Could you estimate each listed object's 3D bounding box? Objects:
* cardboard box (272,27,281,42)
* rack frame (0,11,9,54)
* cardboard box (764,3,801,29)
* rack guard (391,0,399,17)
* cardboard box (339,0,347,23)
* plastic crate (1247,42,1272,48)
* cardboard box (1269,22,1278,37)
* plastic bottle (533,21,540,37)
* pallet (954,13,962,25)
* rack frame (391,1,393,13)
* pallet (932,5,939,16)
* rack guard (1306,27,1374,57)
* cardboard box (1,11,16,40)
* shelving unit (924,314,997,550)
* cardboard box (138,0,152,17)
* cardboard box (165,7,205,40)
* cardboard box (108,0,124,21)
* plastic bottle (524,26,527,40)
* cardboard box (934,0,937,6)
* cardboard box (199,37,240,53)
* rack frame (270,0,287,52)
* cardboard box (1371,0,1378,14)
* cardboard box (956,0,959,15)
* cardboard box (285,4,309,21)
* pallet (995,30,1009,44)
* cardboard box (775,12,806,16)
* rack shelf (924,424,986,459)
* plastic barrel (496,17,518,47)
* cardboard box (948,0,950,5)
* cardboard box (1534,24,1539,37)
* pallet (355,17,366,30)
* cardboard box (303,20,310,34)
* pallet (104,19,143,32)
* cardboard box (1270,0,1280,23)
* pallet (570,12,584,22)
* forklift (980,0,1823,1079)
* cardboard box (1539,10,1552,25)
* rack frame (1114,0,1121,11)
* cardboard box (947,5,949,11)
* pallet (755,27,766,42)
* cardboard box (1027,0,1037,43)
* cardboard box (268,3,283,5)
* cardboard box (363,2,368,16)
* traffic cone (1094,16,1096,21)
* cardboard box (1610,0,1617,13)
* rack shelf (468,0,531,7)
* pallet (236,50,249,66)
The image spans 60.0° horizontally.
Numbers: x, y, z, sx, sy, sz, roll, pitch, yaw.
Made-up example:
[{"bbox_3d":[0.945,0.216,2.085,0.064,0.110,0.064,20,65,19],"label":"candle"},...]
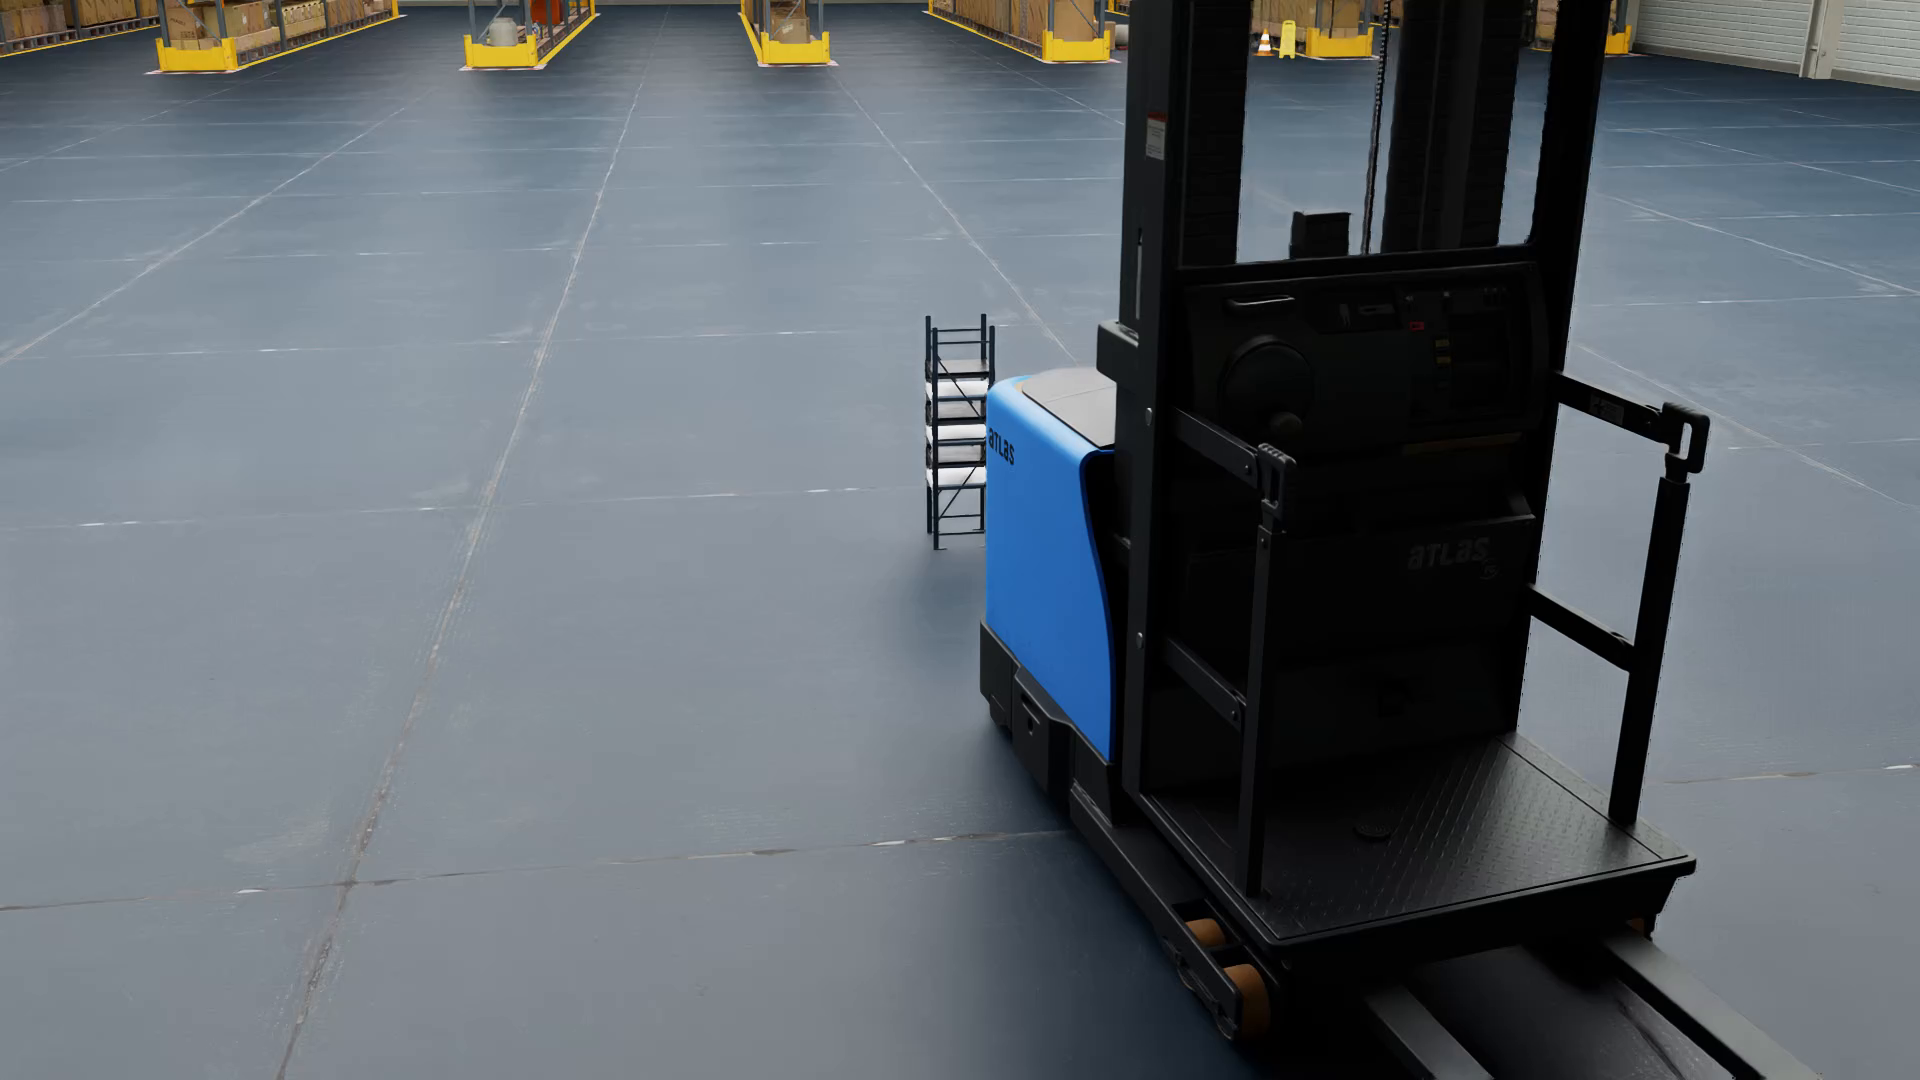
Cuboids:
[{"bbox_3d":[-12.961,-9.392,30.905,0.500,0.250,0.500,-3,21,-8],"label":"cardboard box"},{"bbox_3d":[-18.145,-10.382,30.225,1.000,3.000,0.127,-3,21,-8],"label":"rack frame"},{"bbox_3d":[-3.639,-10.740,34.127,0.700,0.500,0.500,-5,21,-12],"label":"cardboard box"},{"bbox_3d":[-14.963,-13.590,42.388,1.175,0.500,0.348,-3,21,-8],"label":"rack guard"},{"bbox_3d":[-13.752,-11.580,36.377,0.500,0.500,0.500,-3,21,-8],"label":"cardboard box"},{"bbox_3d":[5.781,-9.678,32.515,0.402,0.080,0.583,-11,23,-26],"label":"plastic crate"},{"bbox_3d":[6.351,-9.954,32.409,0.500,0.250,0.500,-3,21,-8],"label":"cardboard box"},{"bbox_3d":[-7.889,-9.460,30.914,0.144,0.351,0.185,-3,21,-8],"label":"plastic bottle"},{"bbox_3d":[0.443,-12.540,39.990,1.003,0.211,1.213,-3,21,-8],"label":"pallet"},{"bbox_3d":[-14.974,-14.788,42.022,1.000,3.000,0.127,-3,21,-8],"label":"rack frame"},{"bbox_3d":[-0.155,-13.885,43.591,1.003,0.211,1.213,-3,21,-8],"label":"pallet"},{"bbox_3d":[6.932,-9.101,30.370,1.175,0.500,0.348,-3,21,-8],"label":"rack guard"},{"bbox_3d":[-18.268,-9.671,31.265,0.700,0.500,0.500,-2,21,-6],"label":"cardboard box"},{"bbox_3d":[-0.001,-0.424,6.566,0.258,0.900,0.210,-3,21,-8],"label":"shelving unit"},{"bbox_3d":[-19.305,-12.441,38.712,0.700,0.500,0.500,-3,21,-7],"label":"cardboard box"},{"bbox_3d":[-13.039,-8.678,27.923,0.500,0.500,0.500,-3,21,-8],"label":"cardboard box"},{"bbox_3d":[-18.945,-11.815,36.535,0.750,0.750,0.750,-2,21,-6],"label":"cardboard box"},{"bbox_3d":[-8.079,-9.520,31.183,0.152,0.276,0.135,-3,21,-8],"label":"plastic bottle"},{"bbox_3d":[-0.489,-14.165,43.828,0.380,0.149,0.250,-2,21,-7],"label":"cardboard box"},{"bbox_3d":[-12.524,-8.353,28.124,0.500,0.250,0.500,-3,21,-8],"label":"cardboard box"},{"bbox_3d":[-13.244,-10.633,30.897,1.000,3.000,0.127,-3,21,-8],"label":"rack frame"},{"bbox_3d":[10.194,-12.963,40.108,0.500,0.500,0.500,-4,21,-10],"label":"cardboard box"},{"bbox_3d":[0.173,-12.873,39.867,0.500,0.500,0.500,-2,21,-6],"label":"cardboard box"},{"bbox_3d":[-13.280,-10.492,33.049,0.500,0.311,0.500,-2,21,-6],"label":"cardboard box"},{"bbox_3d":[1.296,-10.303,34.001,1.003,0.211,1.213,-3,21,-8],"label":"pallet"},{"bbox_3d":[-3.165,-9.607,31.125,0.500,0.500,0.500,-5,21,-13],"label":"cardboard box"},{"bbox_3d":[-0.001,-0.393,6.578,0.258,0.077,0.200,-3,21,-8],"label":"rack shelf"},{"bbox_3d":[-8.008,-8.925,29.281,0.421,0.512,0.421,0,20,0],"label":"plastic barrel"},{"bbox_3d":[-0.082,-13.303,41.095,0.380,0.149,0.250,-4,21,-10],"label":"cardboard box"},{"bbox_3d":[11.348,-9.899,32.263,0.500,0.250,0.500,-3,21,-7],"label":"cardboard box"},{"bbox_3d":[-14.242,-11.817,38.052,1.003,0.211,1.213,-3,21,-8],"label":"pallet"},{"bbox_3d":[-13.279,-10.226,33.138,0.500,0.250,0.500,-3,21,-7],"label":"cardboard box"},{"bbox_3d":[-19.113,-11.582,37.424,1.003,0.211,1.213,-3,21,-8],"label":"pallet"},{"bbox_3d":[6.346,-10.309,32.287,0.500,0.500,0.500,-2,21,-5],"label":"cardboard box"},{"bbox_3d":[-9.639,-12.597,40.143,1.003,0.211,1.213,-3,21,-8],"label":"pallet"},{"bbox_3d":[1.012,-0.414,3.635,1.130,2.935,3.031,-7,21,-17],"label":"forklift"},{"bbox_3d":[11.413,-9.967,31.731,0.500,0.250,0.500,-3,21,-8],"label":"cardboard box"},{"bbox_3d":[4.636,-15.786,44.694,1.000,3.000,0.127,-3,21,-8],"label":"rack frame"},{"bbox_3d":[-0.121,-13.278,41.455,0.380,0.149,0.250,-4,21,-10],"label":"cardboard box"},{"bbox_3d":[-3.733,-10.518,34.575,1.003,0.211,1.213,-3,21,-8],"label":"pallet"},{"bbox_3d":[1.767,-9.699,30.833,0.875,0.875,0.875,-3,21,-9],"label":"cardboard box"},{"bbox_3d":[-13.880,-10.635,33.431,0.500,0.311,0.500,-3,21,-9],"label":"cardboard box"},{"bbox_3d":[-14.244,-12.505,39.125,0.500,0.311,0.500,-3,21,-8],"label":"cardboard box"},{"bbox_3d":[2.783,-10.698,34.699,0.336,0.463,0.334,-3,21,-8],"label":"traffic cone"},{"bbox_3d":[11.972,-10.051,31.239,0.500,0.250,0.500,-3,21,-9],"label":"cardboard box"},{"bbox_3d":[-8.053,-9.852,29.835,1.077,0.370,4.000,-3,21,-8],"label":"rack shelf"},{"bbox_3d":[-12.819,-8.204,28.381,1.003,0.211,1.213,-3,21,-8],"label":"pallet"}]
